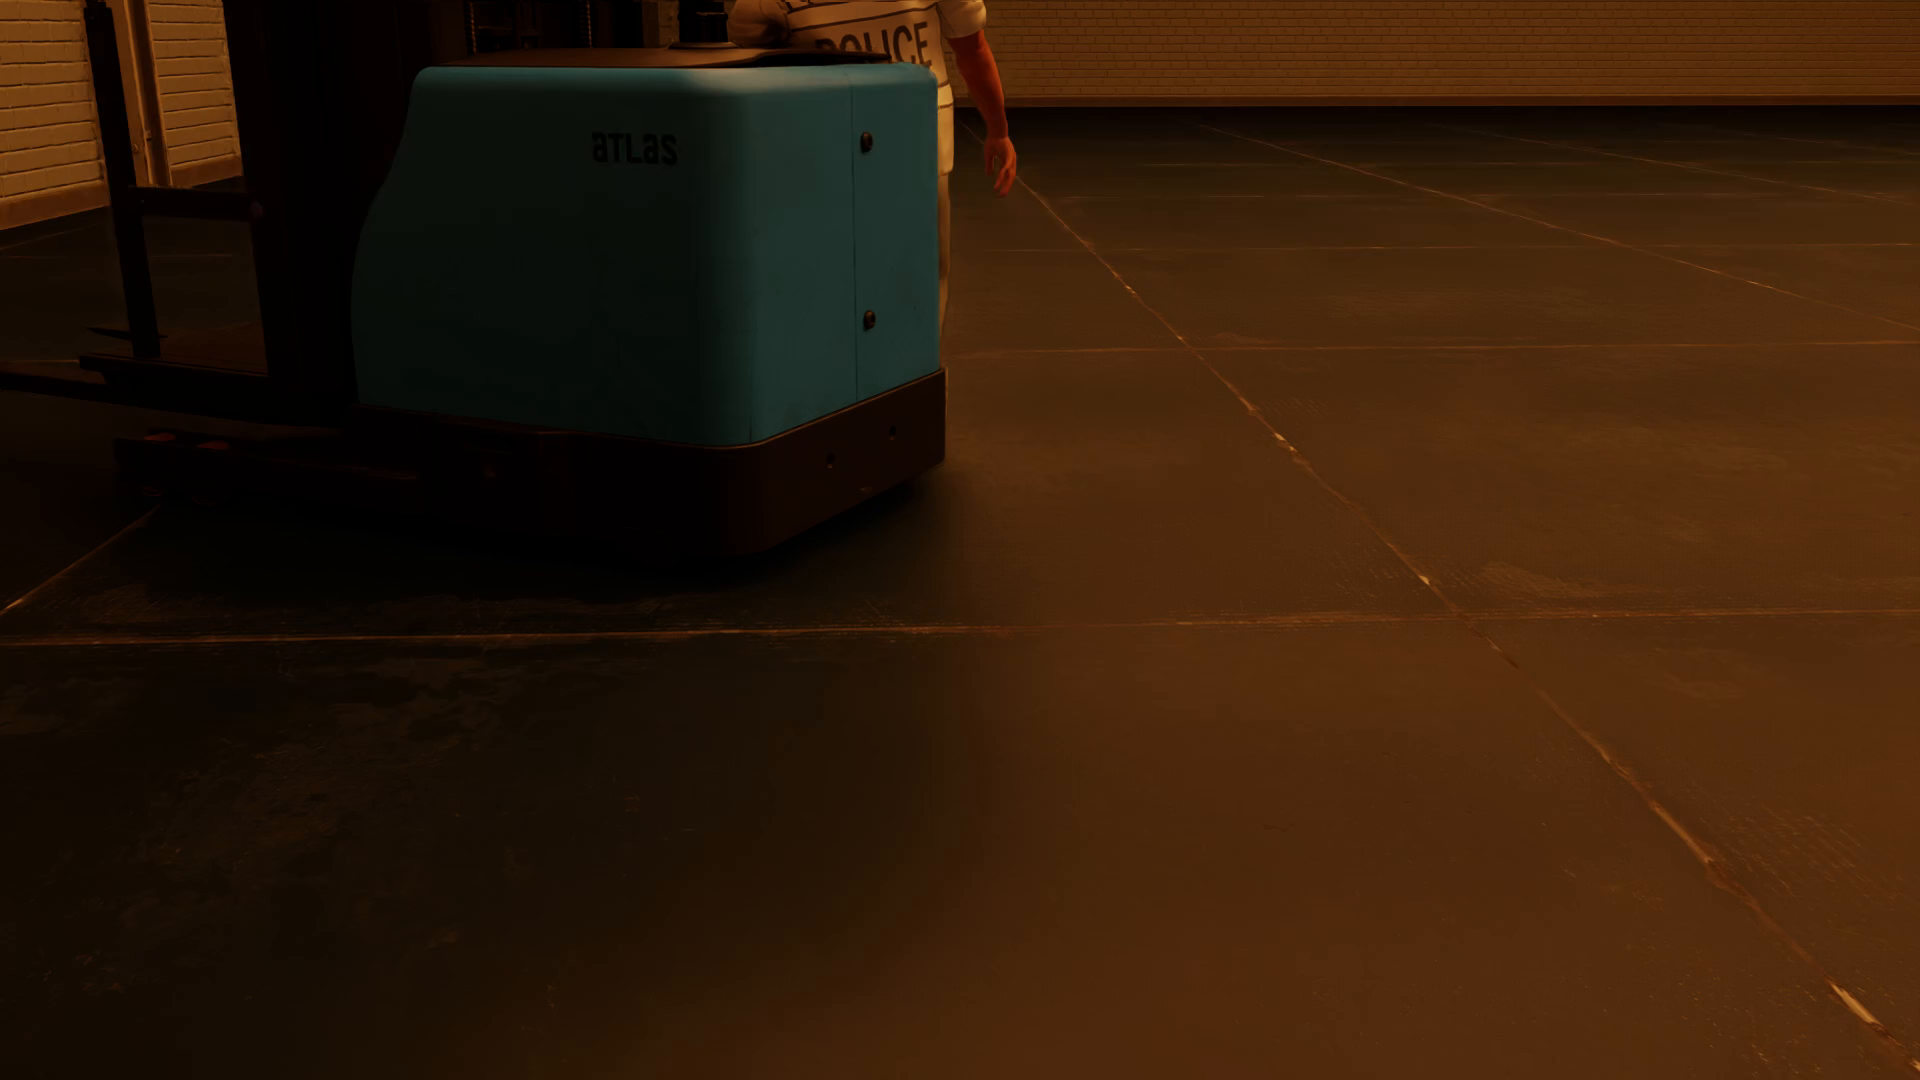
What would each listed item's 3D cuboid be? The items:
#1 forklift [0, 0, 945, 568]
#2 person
[{"bbox_3d":[-1.596,-1.615,4.188,3.031,2.935,1.130,8,19,24],"label":"forklift"},{"bbox_3d":[-0.251,-0.987,4.336,0.806,1.651,0.888,-8,19,-25],"label":"person"}]
